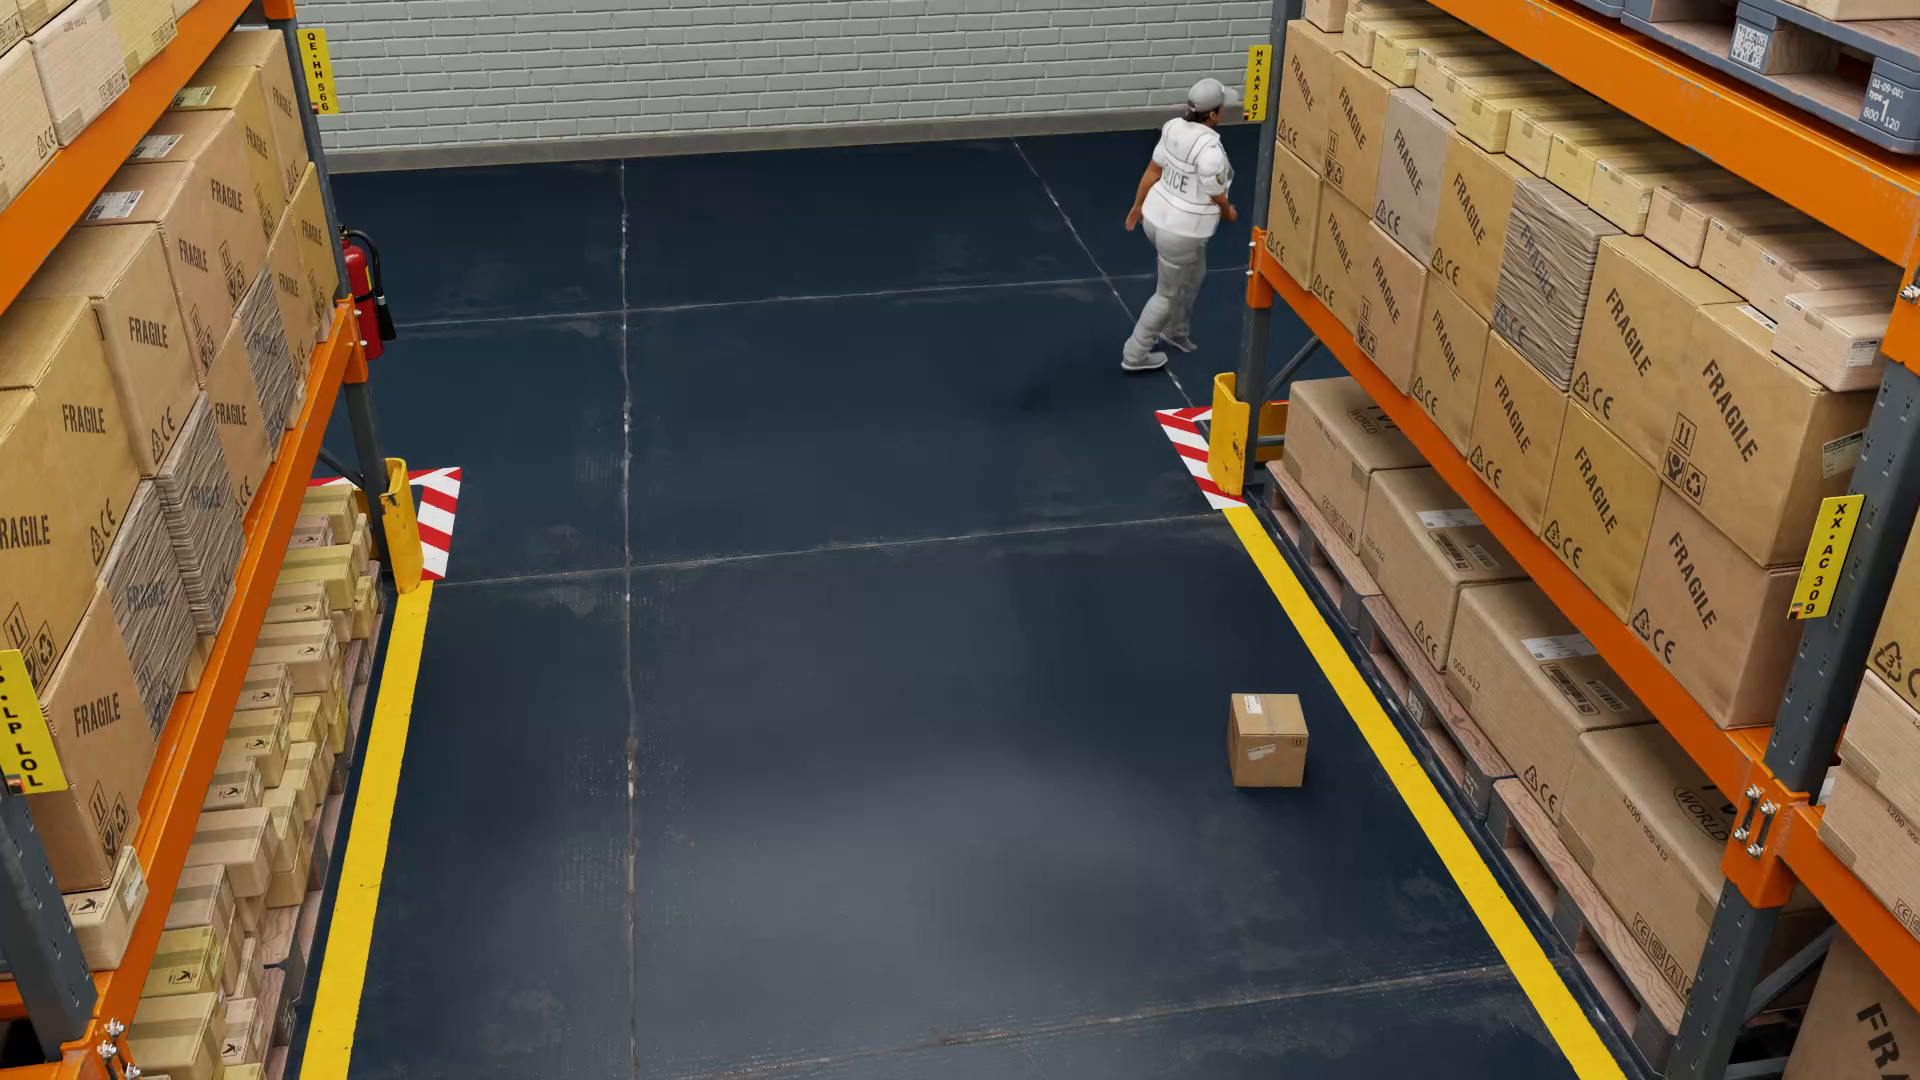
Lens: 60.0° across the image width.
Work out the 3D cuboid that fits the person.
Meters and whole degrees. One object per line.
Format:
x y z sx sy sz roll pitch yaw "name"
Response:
1.202 -1.656 8.948 0.634 1.706 0.590 -11 33 -17 "person"
